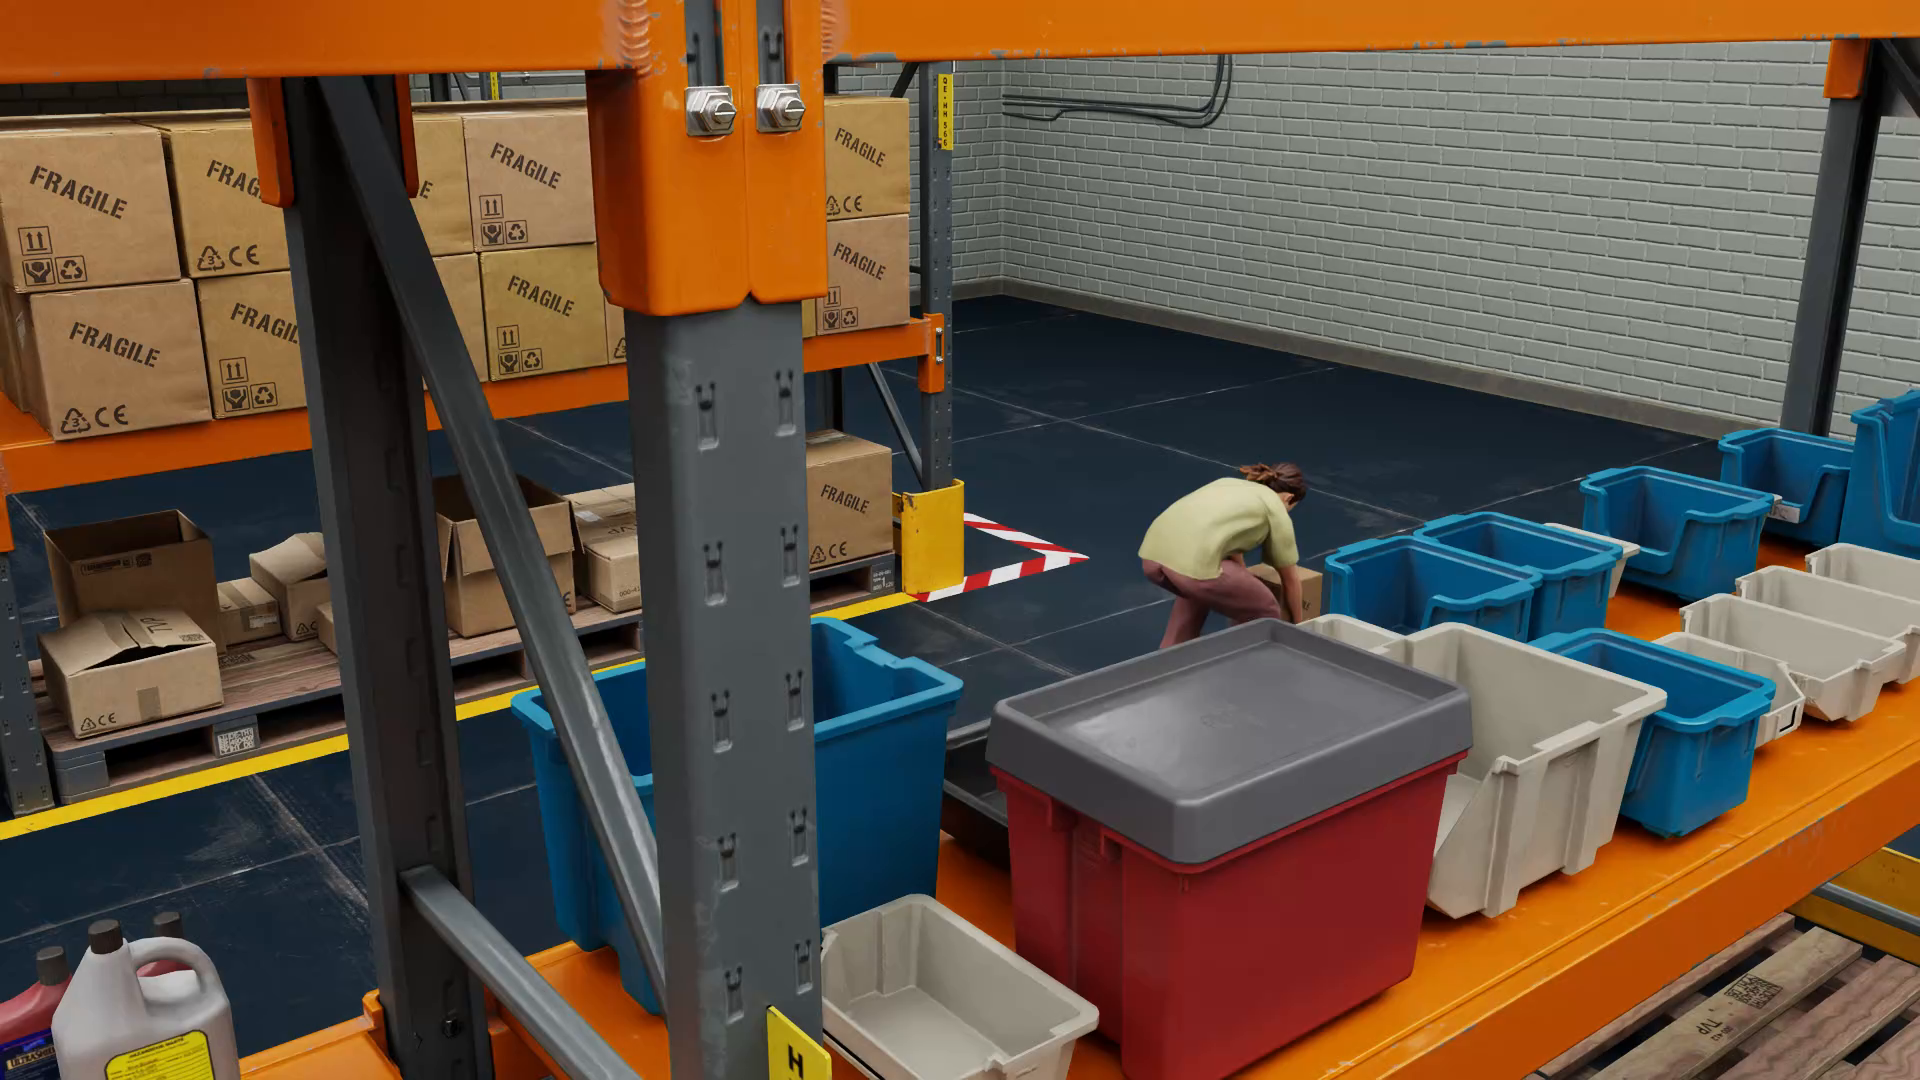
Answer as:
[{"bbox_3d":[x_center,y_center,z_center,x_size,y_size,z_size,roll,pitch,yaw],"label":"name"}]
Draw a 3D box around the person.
[{"bbox_3d":[1.078,0.193,6.691,0.862,0.920,0.477,-15,23,-38],"label":"person"}]
